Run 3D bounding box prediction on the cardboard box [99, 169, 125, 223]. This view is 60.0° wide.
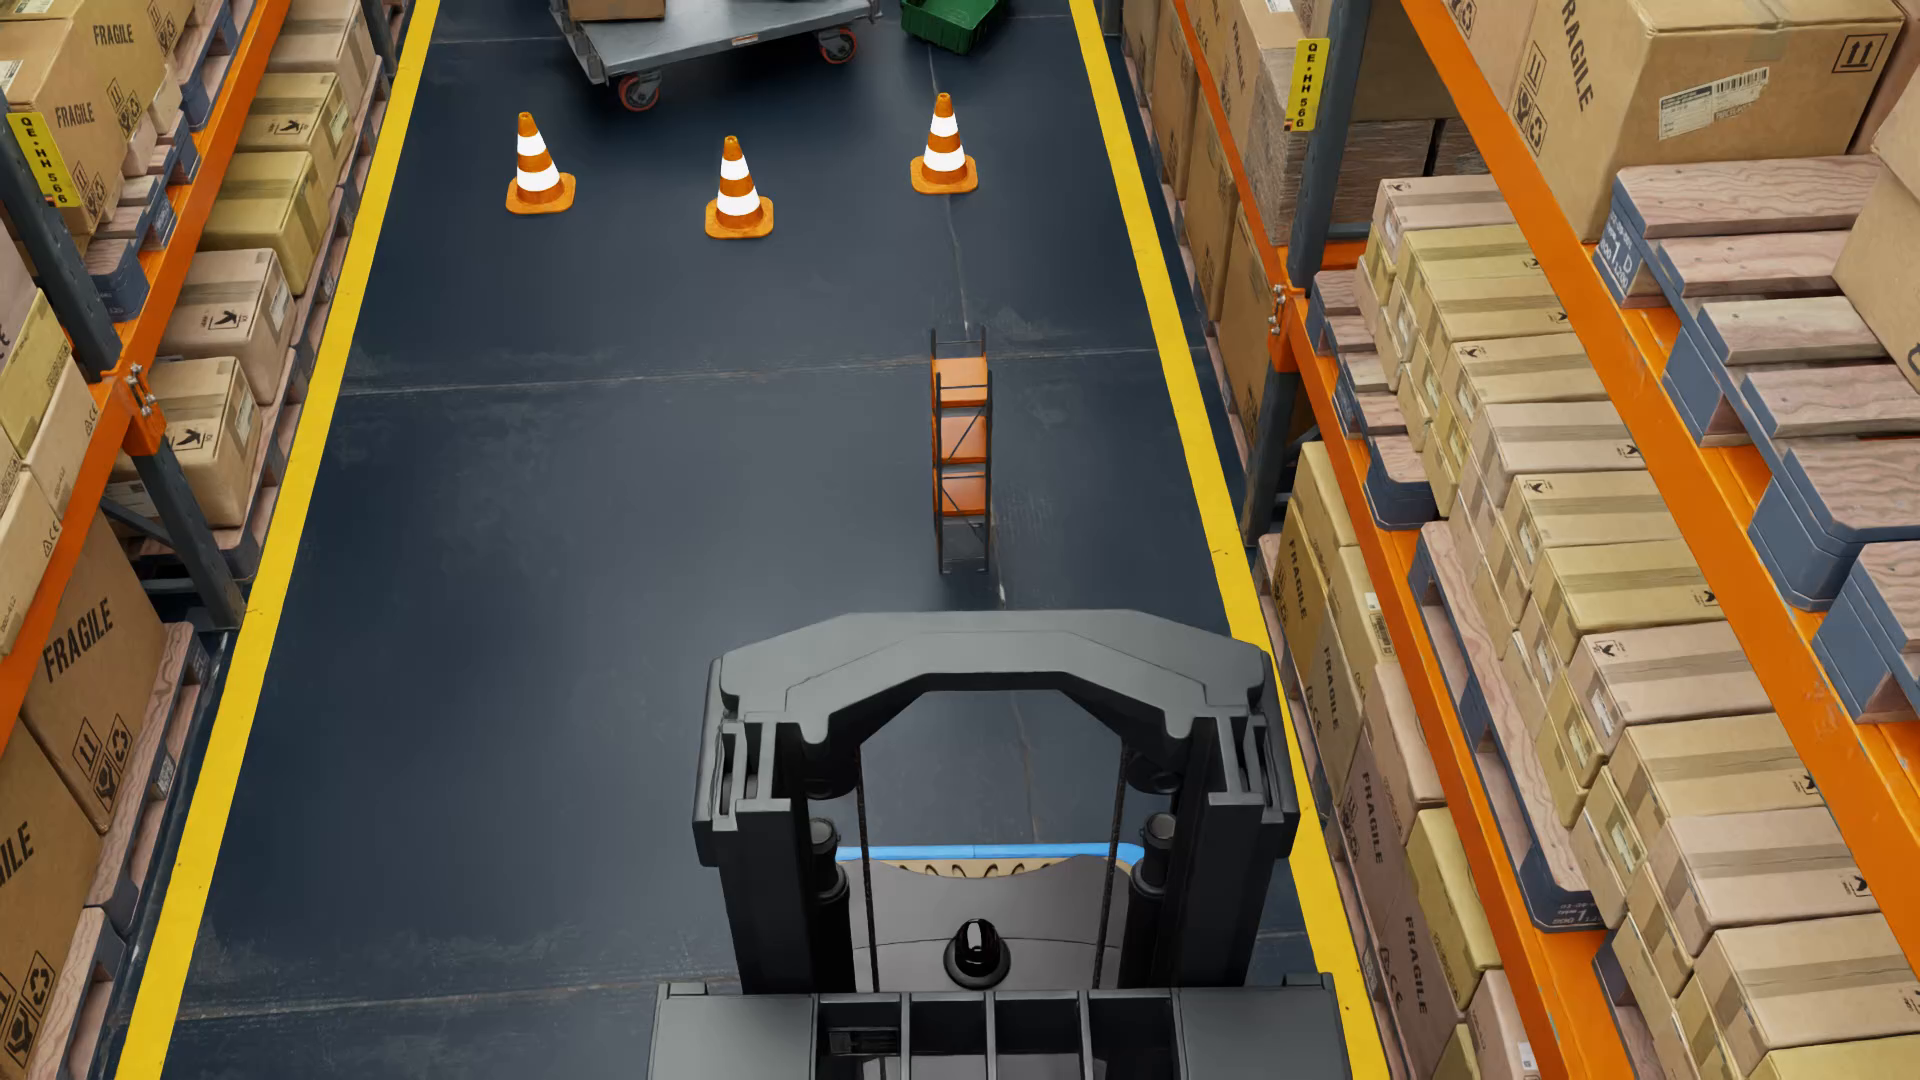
[{"bbox_3d":[-3.111,-1.207,5.711,0.380,0.149,0.250,-6,47,-6],"label":"cardboard box"}]

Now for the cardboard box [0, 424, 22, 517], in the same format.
[{"bbox_3d":[-2.939,-0.110,4.548,0.500,0.250,0.500,-5,47,-4],"label":"cardboard box"}]

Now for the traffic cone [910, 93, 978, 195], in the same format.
[{"bbox_3d":[-0.082,-2.029,8.353,0.336,0.463,0.334,-3,47,-3],"label":"traffic cone"}]

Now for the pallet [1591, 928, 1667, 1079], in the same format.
[{"bbox_3d":[2.061,1.328,3.558,1.003,0.211,1.213,-3,47,-3],"label":"pallet"}]

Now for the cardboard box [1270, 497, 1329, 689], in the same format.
[{"bbox_3d":[1.450,0.173,5.953,0.500,0.500,0.500,-5,47,-5],"label":"cardboard box"}]

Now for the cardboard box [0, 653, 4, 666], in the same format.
[{"bbox_3d":[-2.894,0.440,4.371,0.500,0.250,0.500,-4,47,-4],"label":"cardboard box"}]

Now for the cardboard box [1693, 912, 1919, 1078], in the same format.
[{"bbox_3d":[1.709,0.902,3.304,0.380,0.149,0.250,-5,47,-5],"label":"cardboard box"}]

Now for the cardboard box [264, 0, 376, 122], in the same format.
[{"bbox_3d":[-3.568,-2.451,8.526,0.950,0.372,0.625,-3,47,-3],"label":"cardboard box"}]

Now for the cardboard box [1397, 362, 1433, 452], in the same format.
[{"bbox_3d":[1.527,-0.402,4.949,0.380,0.149,0.250,-1,47,-1],"label":"cardboard box"}]

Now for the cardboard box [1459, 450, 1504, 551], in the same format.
[{"bbox_3d":[1.577,-0.116,4.473,0.380,0.149,0.250,-3,47,-3],"label":"cardboard box"}]

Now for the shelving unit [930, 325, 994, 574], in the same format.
[{"bbox_3d":[0.004,-0.322,6.332,0.215,1.050,0.252,-3,47,-3],"label":"shelving unit"}]

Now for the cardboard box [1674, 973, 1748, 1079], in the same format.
[{"bbox_3d":[1.709,1.018,3.399,0.380,0.149,0.250,-2,47,-2],"label":"cardboard box"}]

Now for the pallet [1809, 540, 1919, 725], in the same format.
[{"bbox_3d":[2.034,0.404,2.365,1.213,0.211,1.003,-3,47,-3],"label":"pallet"}]

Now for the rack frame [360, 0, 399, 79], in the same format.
[{"bbox_3d":[-3.614,-3.590,8.084,1.000,3.000,0.127,-3,47,-3],"label":"rack frame"}]

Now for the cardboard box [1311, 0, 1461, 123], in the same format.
[{"bbox_3d":[1.617,-1.773,5.606,0.700,0.500,0.500,-4,47,-4],"label":"cardboard box"}]

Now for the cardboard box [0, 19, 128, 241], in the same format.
[{"bbox_3d":[-3.086,-1.316,5.368,0.500,0.500,0.500,-5,47,-4],"label":"cardboard box"}]

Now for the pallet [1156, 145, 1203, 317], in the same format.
[{"bbox_3d":[1.555,-1.566,8.088,1.003,0.211,1.213,-3,47,-3],"label":"pallet"}]

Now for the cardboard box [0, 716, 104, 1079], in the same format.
[{"bbox_3d":[-3.234,1.041,4.872,0.875,0.875,0.875,-3,47,-3],"label":"cardboard box"}]

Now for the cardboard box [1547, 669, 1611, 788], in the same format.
[{"bbox_3d":[1.636,0.435,3.951,0.380,0.149,0.250,-3,47,-3],"label":"cardboard box"}]

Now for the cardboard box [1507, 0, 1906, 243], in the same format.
[{"bbox_3d":[1.523,-0.983,3.481,0.500,0.500,0.500,-3,47,-3],"label":"cardboard box"}]

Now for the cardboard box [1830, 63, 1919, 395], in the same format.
[{"bbox_3d":[1.981,-0.513,2.743,0.797,0.503,0.637,-4,47,-4],"label":"cardboard box"}]

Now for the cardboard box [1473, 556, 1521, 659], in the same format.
[{"bbox_3d":[1.594,0.167,4.409,0.380,0.149,0.250,-3,47,-3],"label":"cardboard box"}]

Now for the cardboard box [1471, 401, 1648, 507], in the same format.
[{"bbox_3d":[1.578,-0.227,4.373,0.380,0.149,0.250,-2,47,-1],"label":"cardboard box"}]

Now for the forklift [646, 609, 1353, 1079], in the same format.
[{"bbox_3d":[0.063,1.628,3.190,1.130,2.935,3.031,-1,47,-1],"label":"forklift"}]

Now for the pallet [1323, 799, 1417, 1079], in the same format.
[{"bbox_3d":[1.808,1.335,5.340,1.003,0.211,1.213,-3,47,-3],"label":"pallet"}]

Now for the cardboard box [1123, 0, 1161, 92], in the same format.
[{"bbox_3d":[1.452,-2.891,8.682,1.050,0.750,0.750,-4,47,-3],"label":"cardboard box"}]

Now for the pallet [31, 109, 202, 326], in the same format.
[{"bbox_3d":[-3.445,-1.139,5.895,1.213,0.211,1.003,-3,47,-3],"label":"pallet"}]

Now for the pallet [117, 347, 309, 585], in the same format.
[{"bbox_3d":[-3.343,-0.302,6.891,1.003,0.211,1.213,-3,47,-3],"label":"pallet"}]

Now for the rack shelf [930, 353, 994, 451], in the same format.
[{"bbox_3d":[0.004,-0.510,6.134,0.215,0.259,0.240,-3,47,-3],"label":"rack shelf"}]

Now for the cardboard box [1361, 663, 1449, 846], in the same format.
[{"bbox_3d":[1.532,0.627,5.006,0.500,0.250,0.500,-3,47,-3],"label":"cardboard box"}]

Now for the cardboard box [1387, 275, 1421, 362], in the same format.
[{"bbox_3d":[1.510,-0.672,4.999,0.380,0.149,0.250,-1,47,-1],"label":"cardboard box"}]

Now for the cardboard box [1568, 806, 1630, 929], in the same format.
[{"bbox_3d":[1.658,0.740,3.867,0.380,0.149,0.250,-5,47,-5],"label":"cardboard box"}]

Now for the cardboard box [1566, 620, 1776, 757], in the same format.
[{"bbox_3d":[1.643,0.340,3.836,0.380,0.149,0.250,-5,47,-5],"label":"cardboard box"}]

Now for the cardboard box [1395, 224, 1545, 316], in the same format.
[{"bbox_3d":[1.516,-0.792,4.908,0.380,0.149,0.250,-5,47,-4],"label":"cardboard box"}]

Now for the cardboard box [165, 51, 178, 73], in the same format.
[{"bbox_3d":[-3.189,-1.778,6.251,0.380,0.149,0.250,-1,47,-1],"label":"cardboard box"}]

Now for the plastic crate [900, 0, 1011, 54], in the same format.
[{"bbox_3d":[-0.010,-3.063,9.482,0.450,0.188,0.662,25,51,9],"label":"plastic crate"}]

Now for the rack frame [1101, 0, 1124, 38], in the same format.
[{"bbox_3d":[1.310,-3.964,8.438,1.000,3.000,0.127,-3,47,-3],"label":"rack frame"}]

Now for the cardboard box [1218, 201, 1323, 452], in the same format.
[{"bbox_3d":[1.684,-0.887,6.784,1.050,0.750,0.750,-4,47,-4],"label":"cardboard box"}]

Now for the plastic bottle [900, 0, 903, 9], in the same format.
[{"bbox_3d":[-0.217,-3.062,9.607,0.133,0.061,0.283,-27,52,-23],"label":"plastic bottle"}]

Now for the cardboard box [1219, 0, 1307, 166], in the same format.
[{"bbox_3d":[1.299,-1.775,6.296,0.500,0.500,0.500,-3,47,-3],"label":"cardboard box"}]

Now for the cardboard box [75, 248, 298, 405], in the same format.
[{"bbox_3d":[-3.387,-0.879,7.037,0.950,0.372,0.625,-4,47,-4],"label":"cardboard box"}]

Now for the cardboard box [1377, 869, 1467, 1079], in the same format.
[{"bbox_3d":[1.585,1.277,4.907,0.500,0.500,0.500,-4,47,-4],"label":"cardboard box"}]

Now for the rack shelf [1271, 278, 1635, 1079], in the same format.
[{"bbox_3d":[1.812,0.625,4.588,1.077,0.370,4.000,-3,47,-3],"label":"rack shelf"}]

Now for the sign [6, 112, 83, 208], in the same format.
[{"bbox_3d":[-2.727,-1.130,4.957,0.100,0.325,0.005,-3,47,-3],"label":"sign"}]
